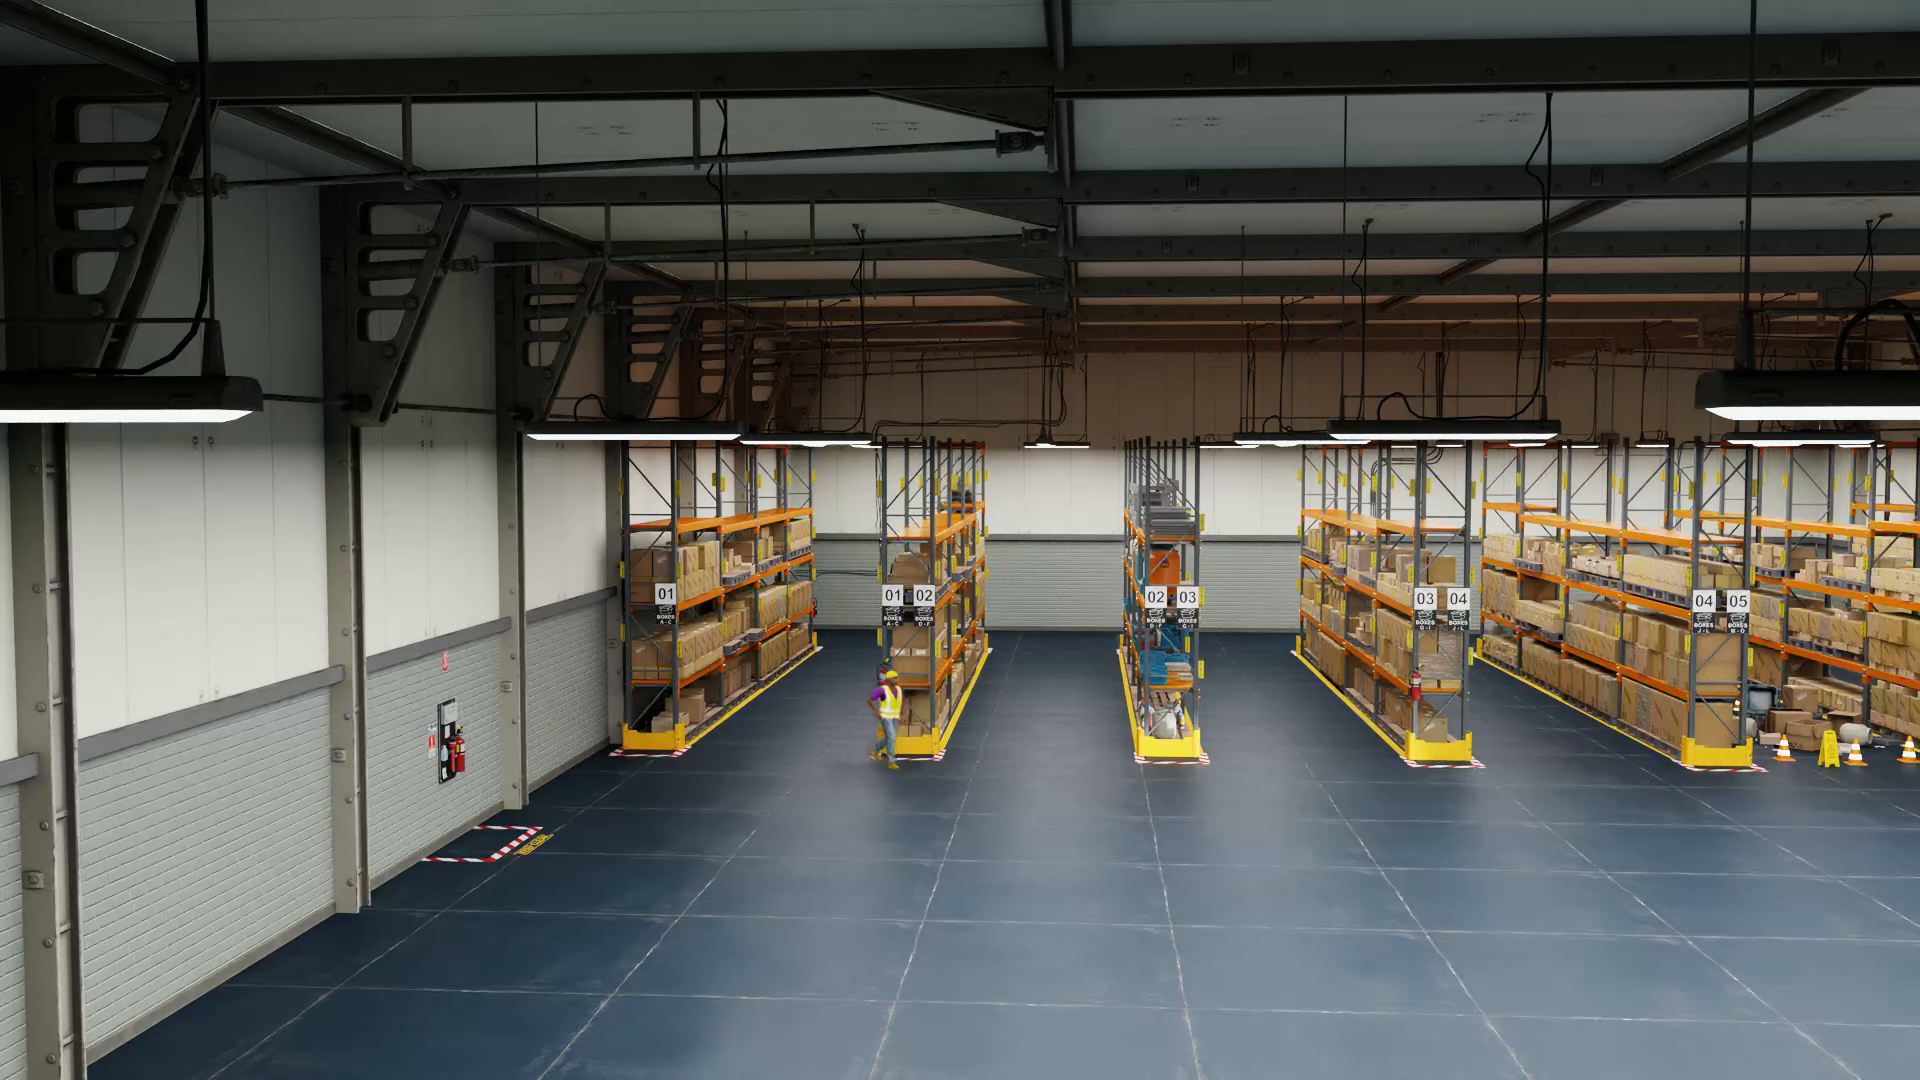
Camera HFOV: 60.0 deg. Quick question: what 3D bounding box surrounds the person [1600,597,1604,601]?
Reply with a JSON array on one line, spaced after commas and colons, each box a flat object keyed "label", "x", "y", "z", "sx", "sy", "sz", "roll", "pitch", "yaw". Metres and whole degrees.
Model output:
[{"label": "person", "x": 18.477, "y": 2.387, "z": 47.441, "sx": 0.620, "sy": 1.607, "sz": 0.644, "roll": 0, "pitch": 3, "yaw": 8}]

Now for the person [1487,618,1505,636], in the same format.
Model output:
[{"label": "person", "x": 15.359, "y": 2.360, "z": 47.554, "sx": 0.550, "sy": 1.640, "sz": 0.786, "roll": 1, "pitch": 3, "yaw": 16}]

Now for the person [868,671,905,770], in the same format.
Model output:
[{"label": "person", "x": -1.302, "y": 3.243, "z": 30.220, "sx": 0.902, "sy": 1.753, "sz": 0.727, "roll": 3, "pitch": 4, "yaw": 45}]
